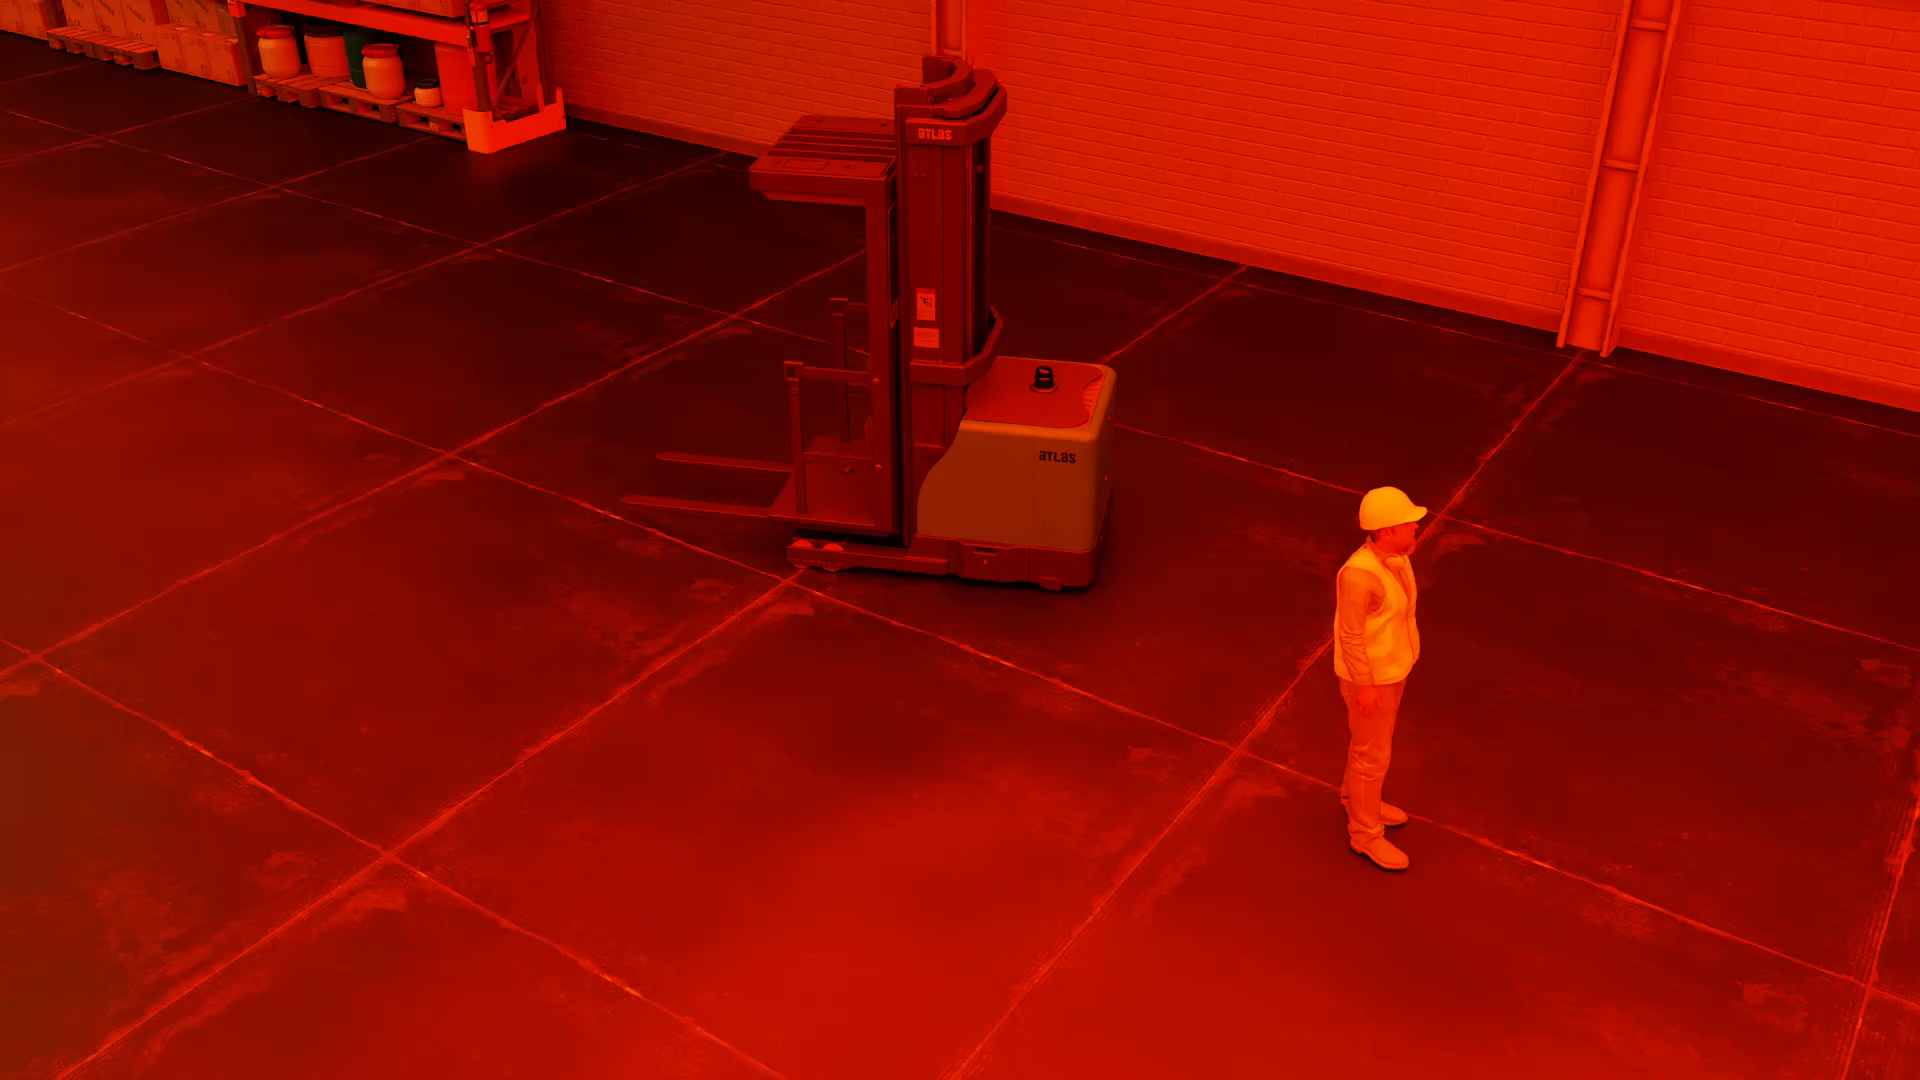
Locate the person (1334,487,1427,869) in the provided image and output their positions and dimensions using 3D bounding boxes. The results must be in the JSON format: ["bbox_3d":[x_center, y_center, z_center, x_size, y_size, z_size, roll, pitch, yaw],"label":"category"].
[{"bbox_3d":[1.994,0.598,7.689,0.566,1.775,0.634,17,34,26],"label":"person"}]

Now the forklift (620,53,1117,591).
[{"bbox_3d":[-0.596,-1.330,9.871,3.031,2.935,1.130,6,31,10],"label":"forklift"}]
